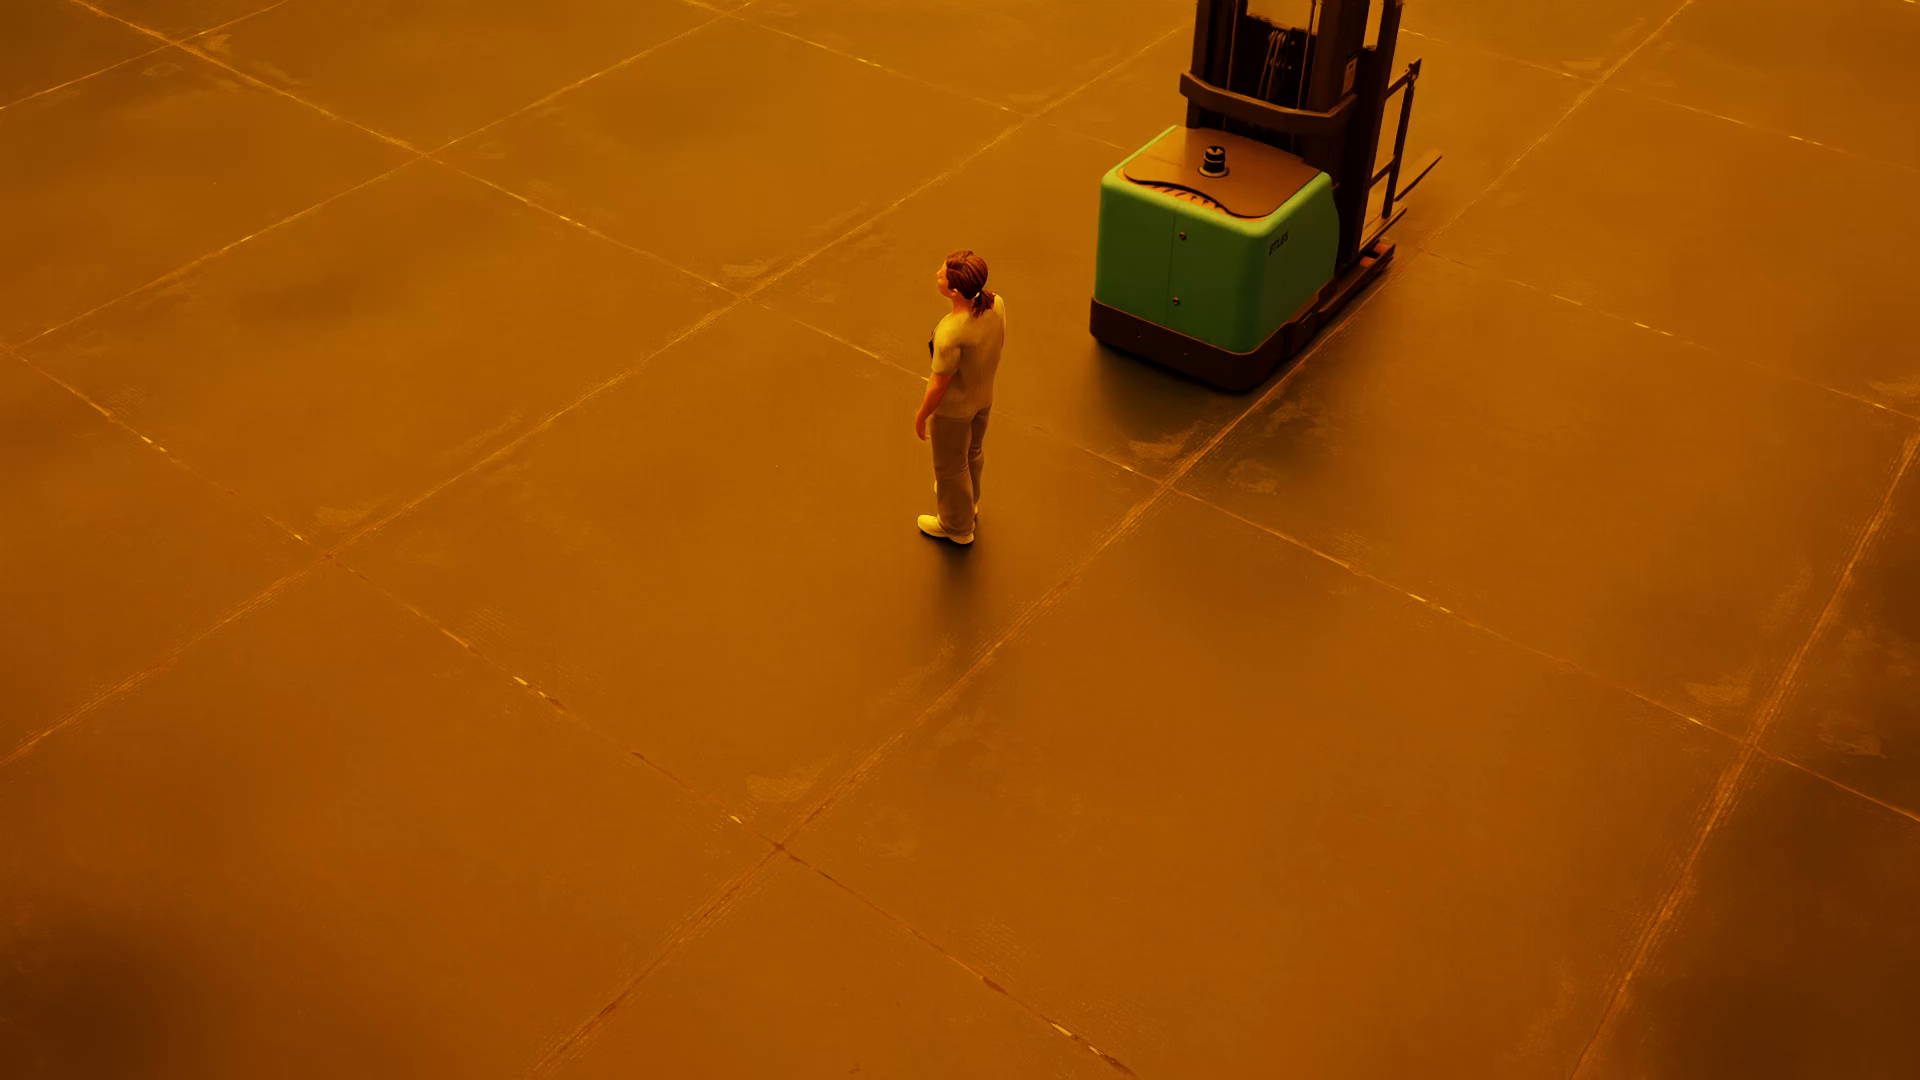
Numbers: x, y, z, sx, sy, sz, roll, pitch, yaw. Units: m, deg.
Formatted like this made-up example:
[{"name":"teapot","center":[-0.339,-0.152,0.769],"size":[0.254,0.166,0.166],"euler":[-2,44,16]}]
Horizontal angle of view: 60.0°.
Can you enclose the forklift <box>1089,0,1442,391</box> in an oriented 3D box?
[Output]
[{"name":"forklift","center":[2.027,-2.850,9.417],"size":[1.130,2.935,3.031],"euler":[25,47,27]}]

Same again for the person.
[{"name":"person","center":[-0.051,-0.680,7.827],"size":[0.548,1.673,0.549],"euler":[26,47,28]}]
